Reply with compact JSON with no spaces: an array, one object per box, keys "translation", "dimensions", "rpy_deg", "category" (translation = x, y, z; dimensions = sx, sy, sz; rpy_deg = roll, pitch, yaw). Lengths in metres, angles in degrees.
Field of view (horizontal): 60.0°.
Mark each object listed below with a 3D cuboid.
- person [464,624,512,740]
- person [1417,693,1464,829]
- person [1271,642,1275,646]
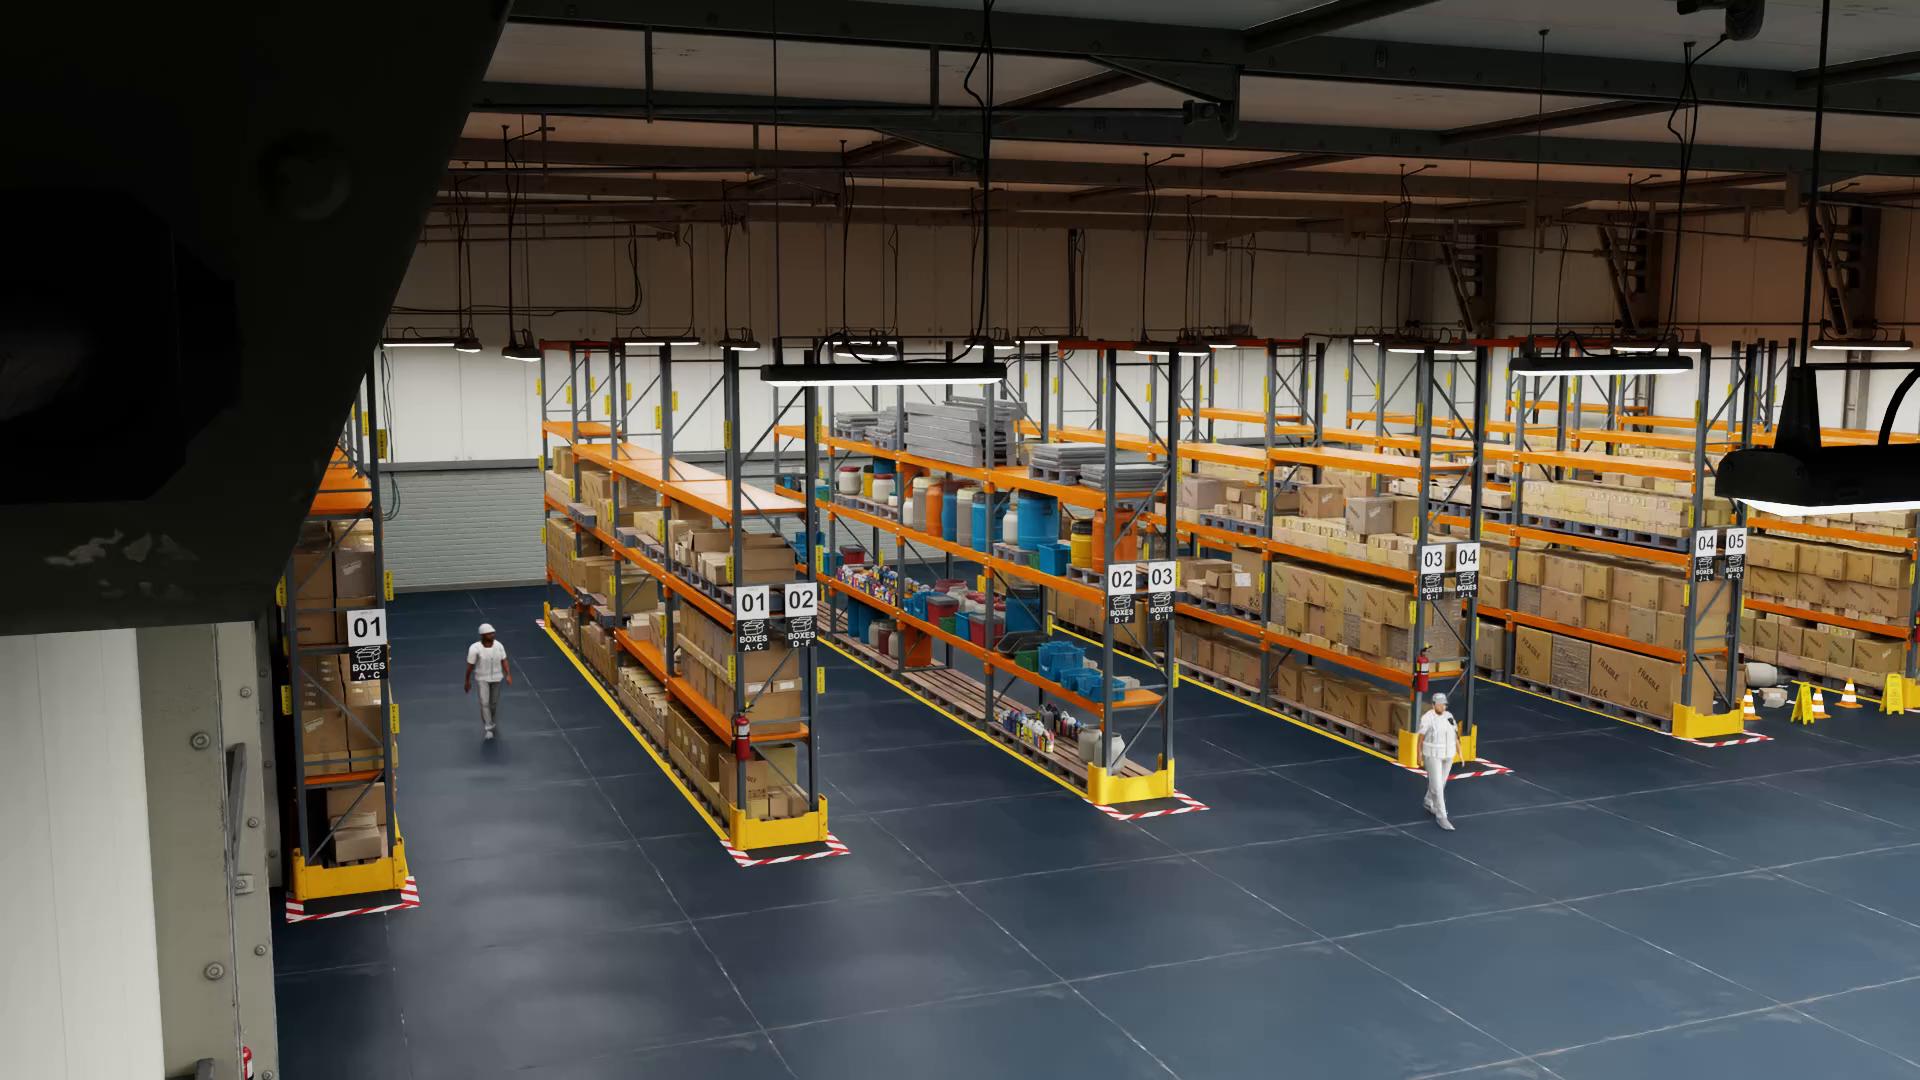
[{"translation":[-7.244,2.137,25.559],"dimensions":[0.669,1.695,1.067],"rpy_deg":[-4,9,-31],"category":"person"},{"translation":[6.134,2.768,21.189],"dimensions":[0.500,1.645,0.853],"rpy_deg":[-2,8,-18],"category":"person"},{"translation":[6.133,1.327,32.613],"dimensions":[0.593,1.515,0.788],"rpy_deg":[-1,8,-11],"category":"person"}]
